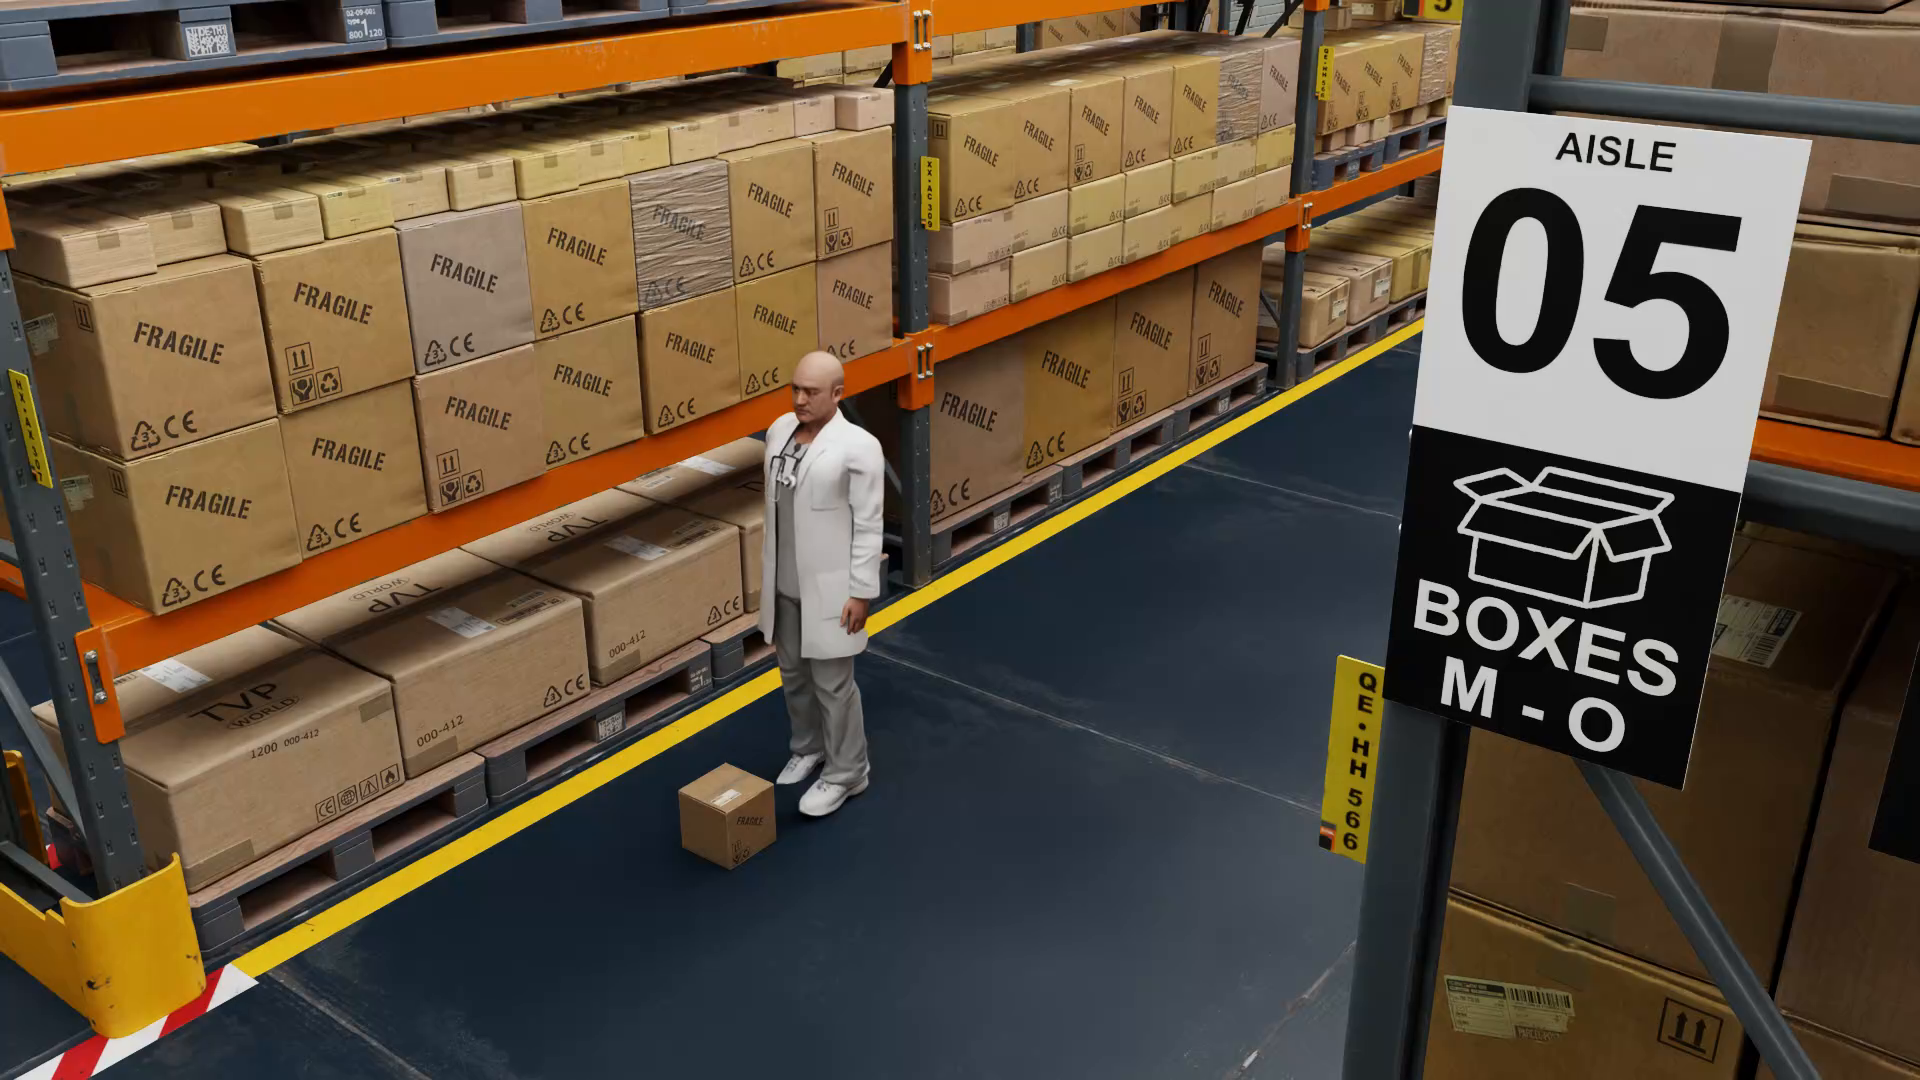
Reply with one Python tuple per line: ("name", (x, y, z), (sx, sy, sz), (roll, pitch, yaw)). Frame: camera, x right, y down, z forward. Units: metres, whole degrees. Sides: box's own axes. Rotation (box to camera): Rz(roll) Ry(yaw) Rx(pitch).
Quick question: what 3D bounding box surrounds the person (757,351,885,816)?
("person", (-0.536, 0.187, 6.248), (0.575, 1.831, 0.482), (17, 29, 35))
